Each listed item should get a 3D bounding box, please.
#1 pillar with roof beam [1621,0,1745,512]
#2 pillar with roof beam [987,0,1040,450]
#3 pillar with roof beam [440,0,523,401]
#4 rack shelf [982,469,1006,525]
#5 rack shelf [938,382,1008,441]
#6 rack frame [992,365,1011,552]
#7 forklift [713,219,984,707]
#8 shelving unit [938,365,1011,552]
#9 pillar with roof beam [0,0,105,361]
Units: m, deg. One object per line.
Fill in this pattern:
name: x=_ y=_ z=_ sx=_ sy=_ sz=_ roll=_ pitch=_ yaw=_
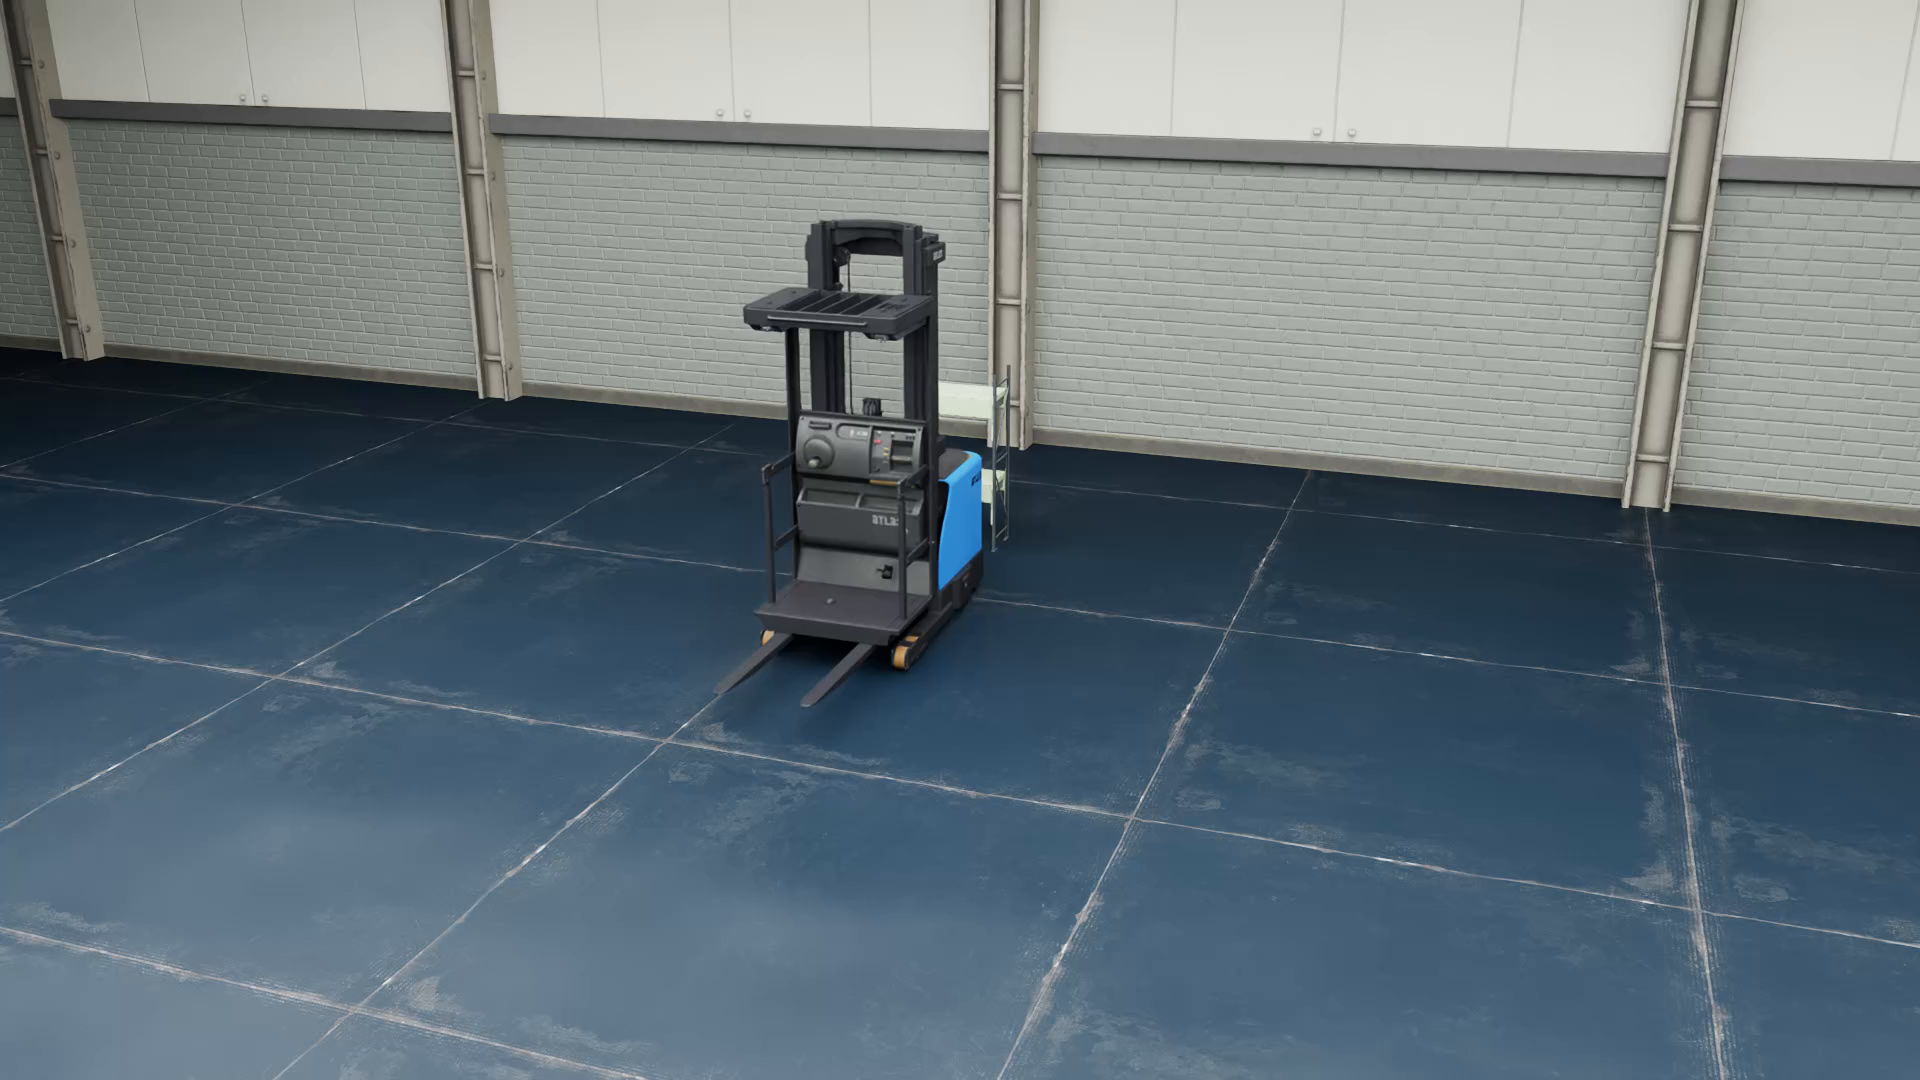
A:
pillar with roof beam: x=4.764 y=-3.230 z=9.671 sx=0.400 sy=9.000 sz=9.100 roll=7 pitch=20 yaw=18
pillar with roof beam: x=-0.904 y=-3.878 z=11.530 sx=0.400 sy=9.000 sz=9.100 roll=7 pitch=20 yaw=18
pillar with roof beam: x=-6.572 y=-4.526 z=13.390 sx=0.400 sy=9.000 sz=9.100 roll=7 pitch=20 yaw=18
rack shelf: x=-0.006 y=-0.401 z=13.939 sx=0.720 sy=0.370 sz=0.431 roll=7 pitch=20 yaw=18
rack shelf: x=-0.006 y=-1.077 z=13.703 sx=0.720 sy=0.370 sz=0.431 roll=7 pitch=20 yaw=18
rack frame: x=0.339 y=-0.669 z=13.718 sx=0.023 sy=1.500 sz=0.400 roll=7 pitch=20 yaw=18
forklift: x=-0.773 y=-0.637 z=11.451 sx=1.130 sy=2.935 sz=3.031 roll=6 pitch=20 yaw=18
shelving unit: x=-0.006 y=-0.709 z=13.831 sx=0.755 sy=1.500 sz=0.431 roll=7 pitch=20 yaw=18
pillar with roof beam: x=-12.239 y=-5.174 z=15.249 sx=0.400 sy=9.000 sz=9.100 roll=7 pitch=20 yaw=18
